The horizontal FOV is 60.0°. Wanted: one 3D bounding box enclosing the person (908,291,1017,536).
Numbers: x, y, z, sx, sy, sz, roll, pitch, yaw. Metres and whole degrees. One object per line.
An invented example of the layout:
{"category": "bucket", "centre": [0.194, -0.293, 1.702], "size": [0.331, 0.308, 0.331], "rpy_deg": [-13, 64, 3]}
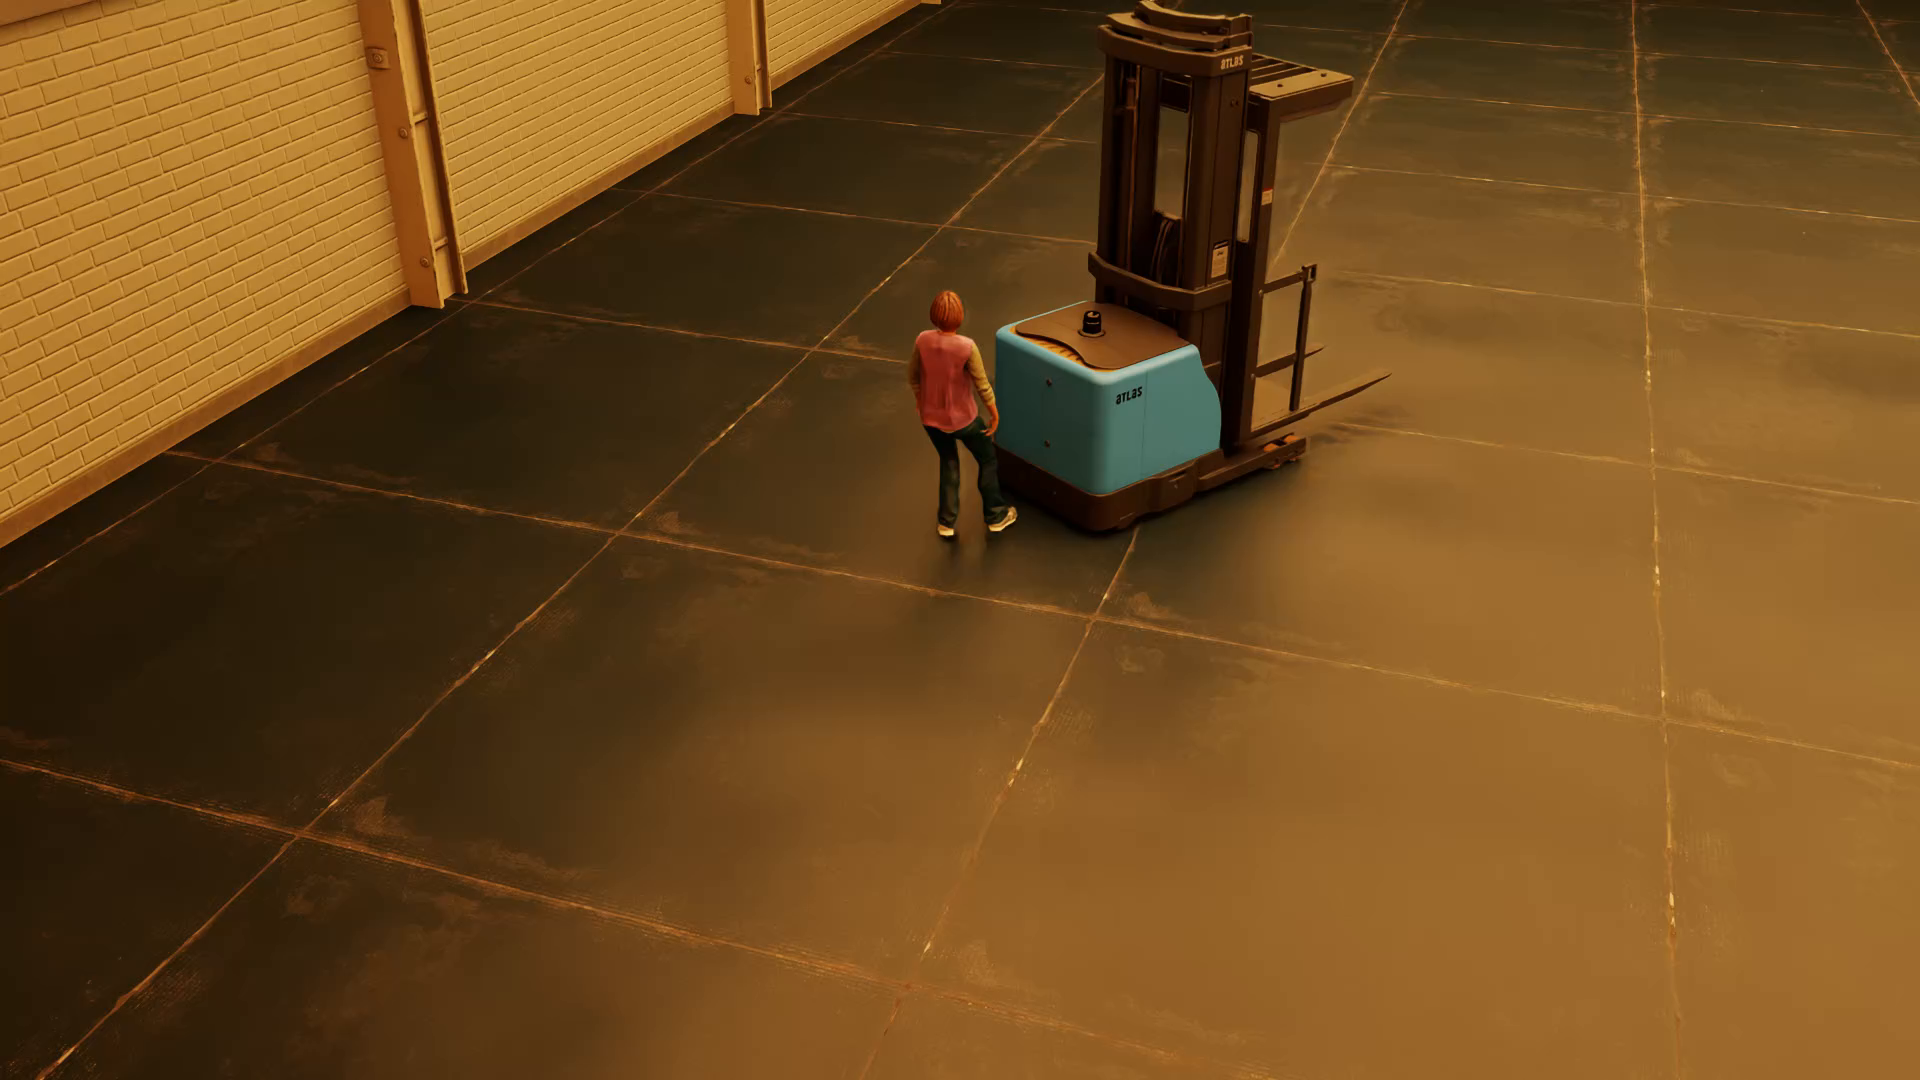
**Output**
{"category": "person", "centre": [0.008, -0.765, 9.888], "size": [0.573, 1.558, 0.520], "rpy_deg": [14, 33, 23]}

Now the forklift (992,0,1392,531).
{"category": "forklift", "centre": [1.663, -1.918, 10.501], "size": [3.031, 2.935, 1.130], "rpy_deg": [-22, 36, -33]}
